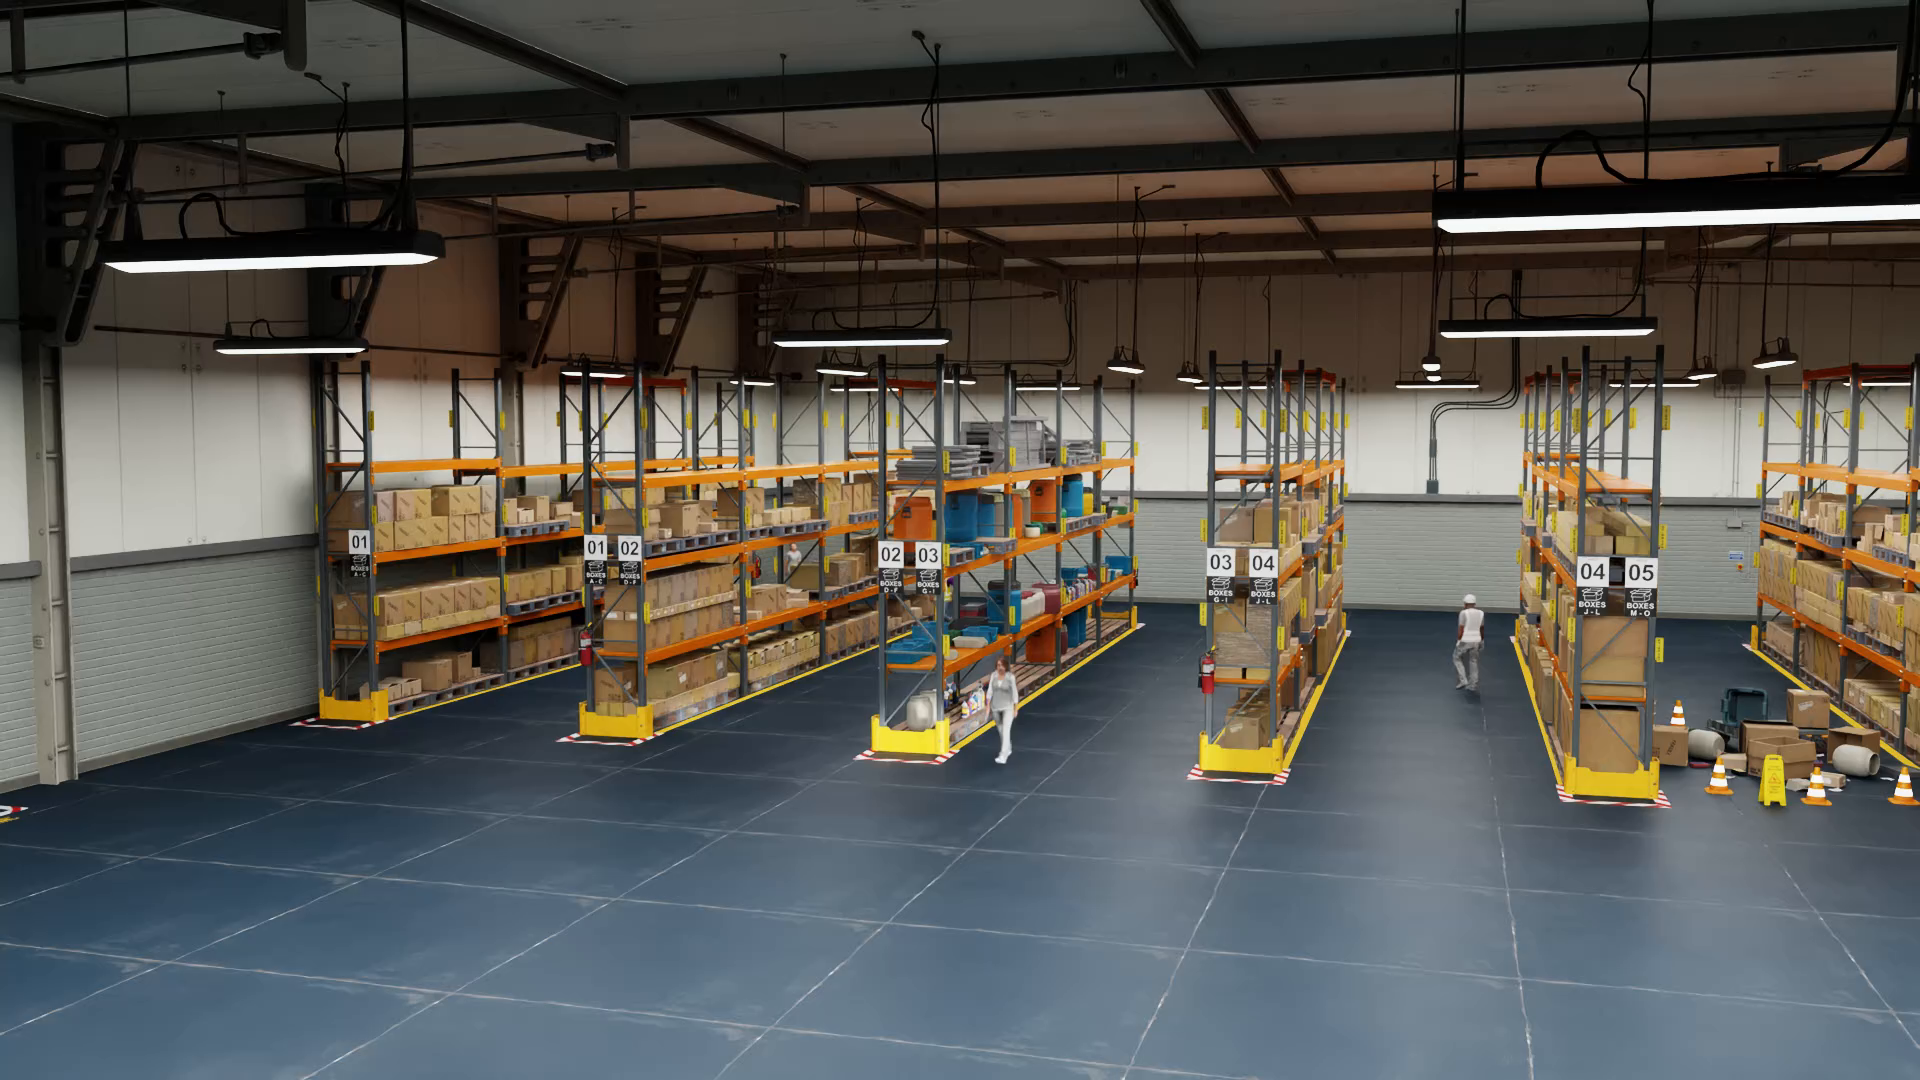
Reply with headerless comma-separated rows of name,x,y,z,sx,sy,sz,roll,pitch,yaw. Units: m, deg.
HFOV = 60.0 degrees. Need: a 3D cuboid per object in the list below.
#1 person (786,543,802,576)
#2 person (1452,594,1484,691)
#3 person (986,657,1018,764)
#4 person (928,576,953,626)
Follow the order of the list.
person,-4.645,0.853,46.405,0.458,1.638,0.760,-2,5,-31
person,9.471,1.903,30.938,0.604,1.789,0.401,-1,4,-18
person,0.608,2.478,24.360,0.437,1.538,0.991,2,5,27
person,-0.410,1.396,38.841,0.710,1.666,0.696,2,5,25
